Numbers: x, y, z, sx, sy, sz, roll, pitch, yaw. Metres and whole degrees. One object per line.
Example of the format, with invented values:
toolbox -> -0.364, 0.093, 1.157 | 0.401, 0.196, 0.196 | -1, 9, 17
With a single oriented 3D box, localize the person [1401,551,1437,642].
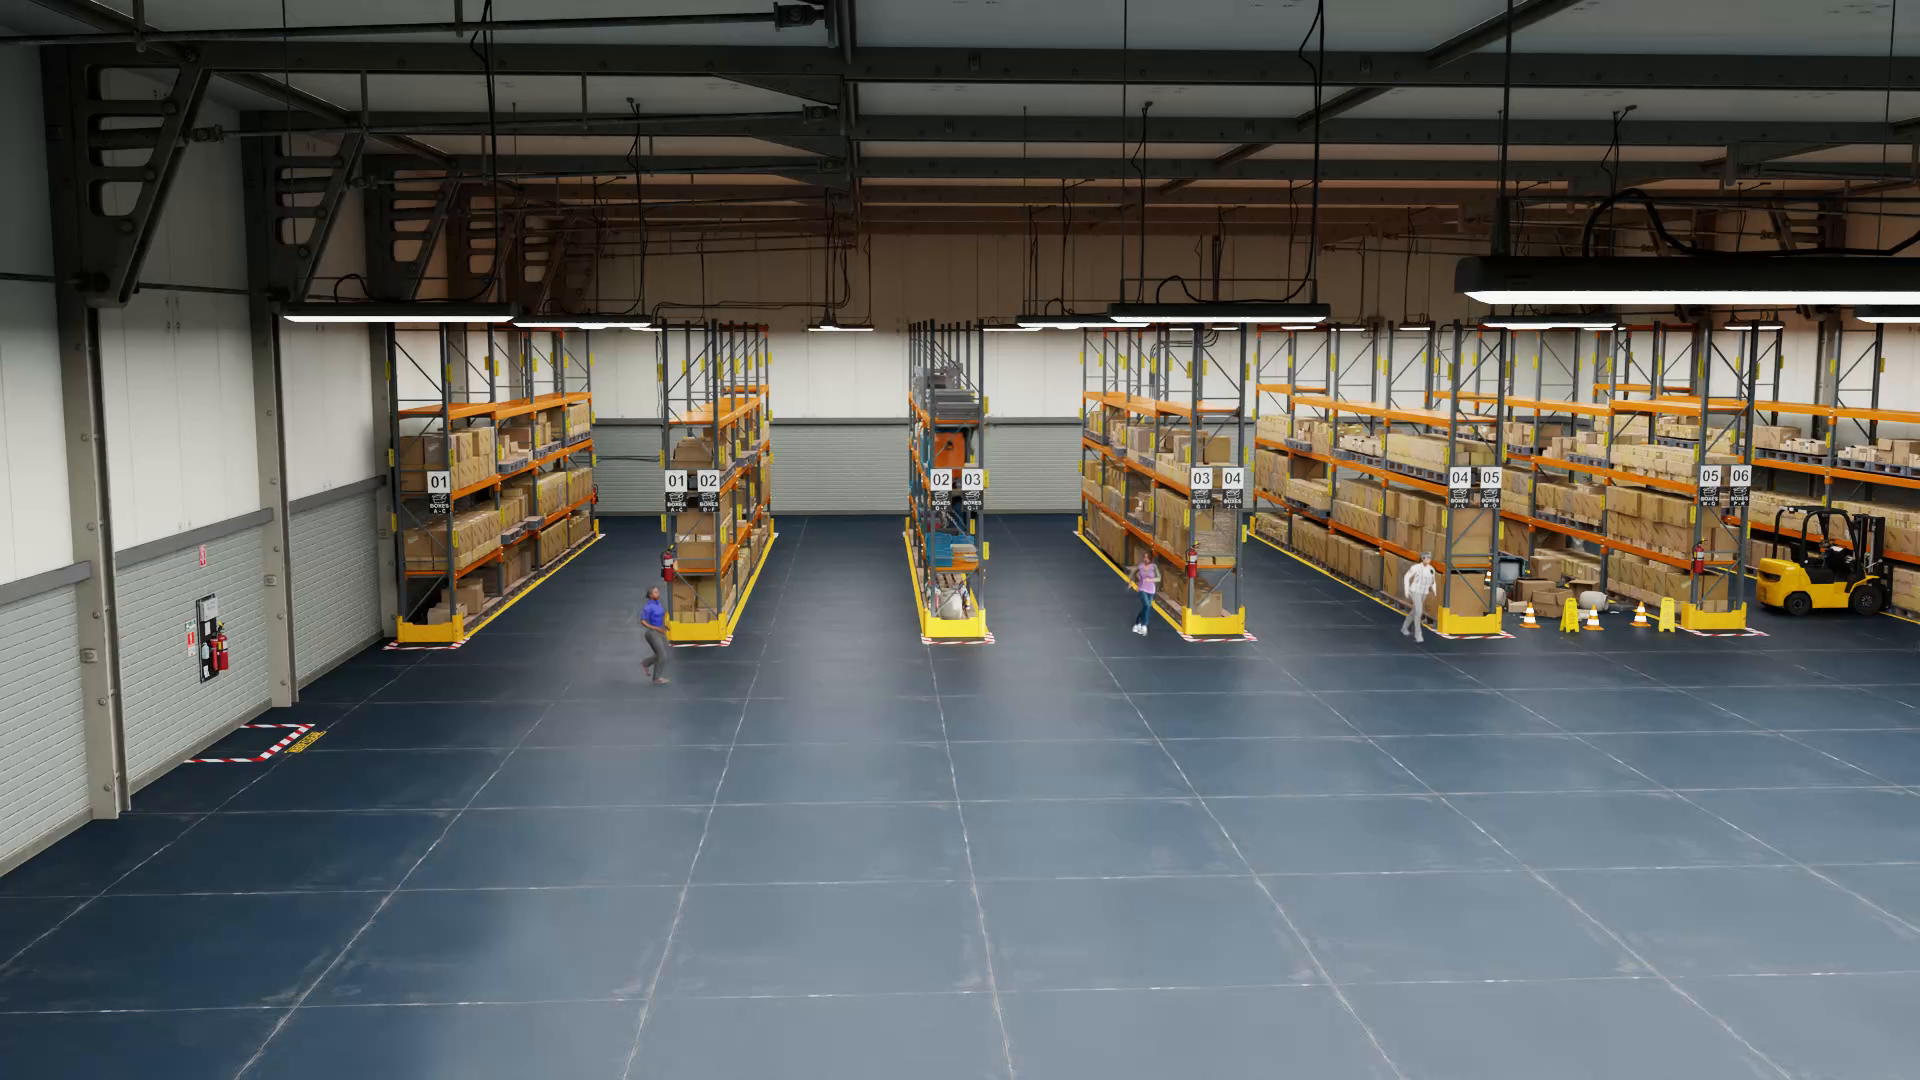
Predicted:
person -> 8.637, 1.017, 31.199 | 0.610, 1.661, 0.831 | -3, 8, -24

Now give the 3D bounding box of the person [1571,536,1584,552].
person -> 16.094, -0.436, 43.347 | 0.543, 1.624, 0.636 | -1, 7, -11

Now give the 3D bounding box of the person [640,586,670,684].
person -> -5.046, 1.556, 27.343 | 0.586, 1.602, 0.573 | 2, 7, 15

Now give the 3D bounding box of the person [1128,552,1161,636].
person -> 3.534, 1.009, 31.804 | 0.578, 1.577, 0.605 | -1, 7, -8
